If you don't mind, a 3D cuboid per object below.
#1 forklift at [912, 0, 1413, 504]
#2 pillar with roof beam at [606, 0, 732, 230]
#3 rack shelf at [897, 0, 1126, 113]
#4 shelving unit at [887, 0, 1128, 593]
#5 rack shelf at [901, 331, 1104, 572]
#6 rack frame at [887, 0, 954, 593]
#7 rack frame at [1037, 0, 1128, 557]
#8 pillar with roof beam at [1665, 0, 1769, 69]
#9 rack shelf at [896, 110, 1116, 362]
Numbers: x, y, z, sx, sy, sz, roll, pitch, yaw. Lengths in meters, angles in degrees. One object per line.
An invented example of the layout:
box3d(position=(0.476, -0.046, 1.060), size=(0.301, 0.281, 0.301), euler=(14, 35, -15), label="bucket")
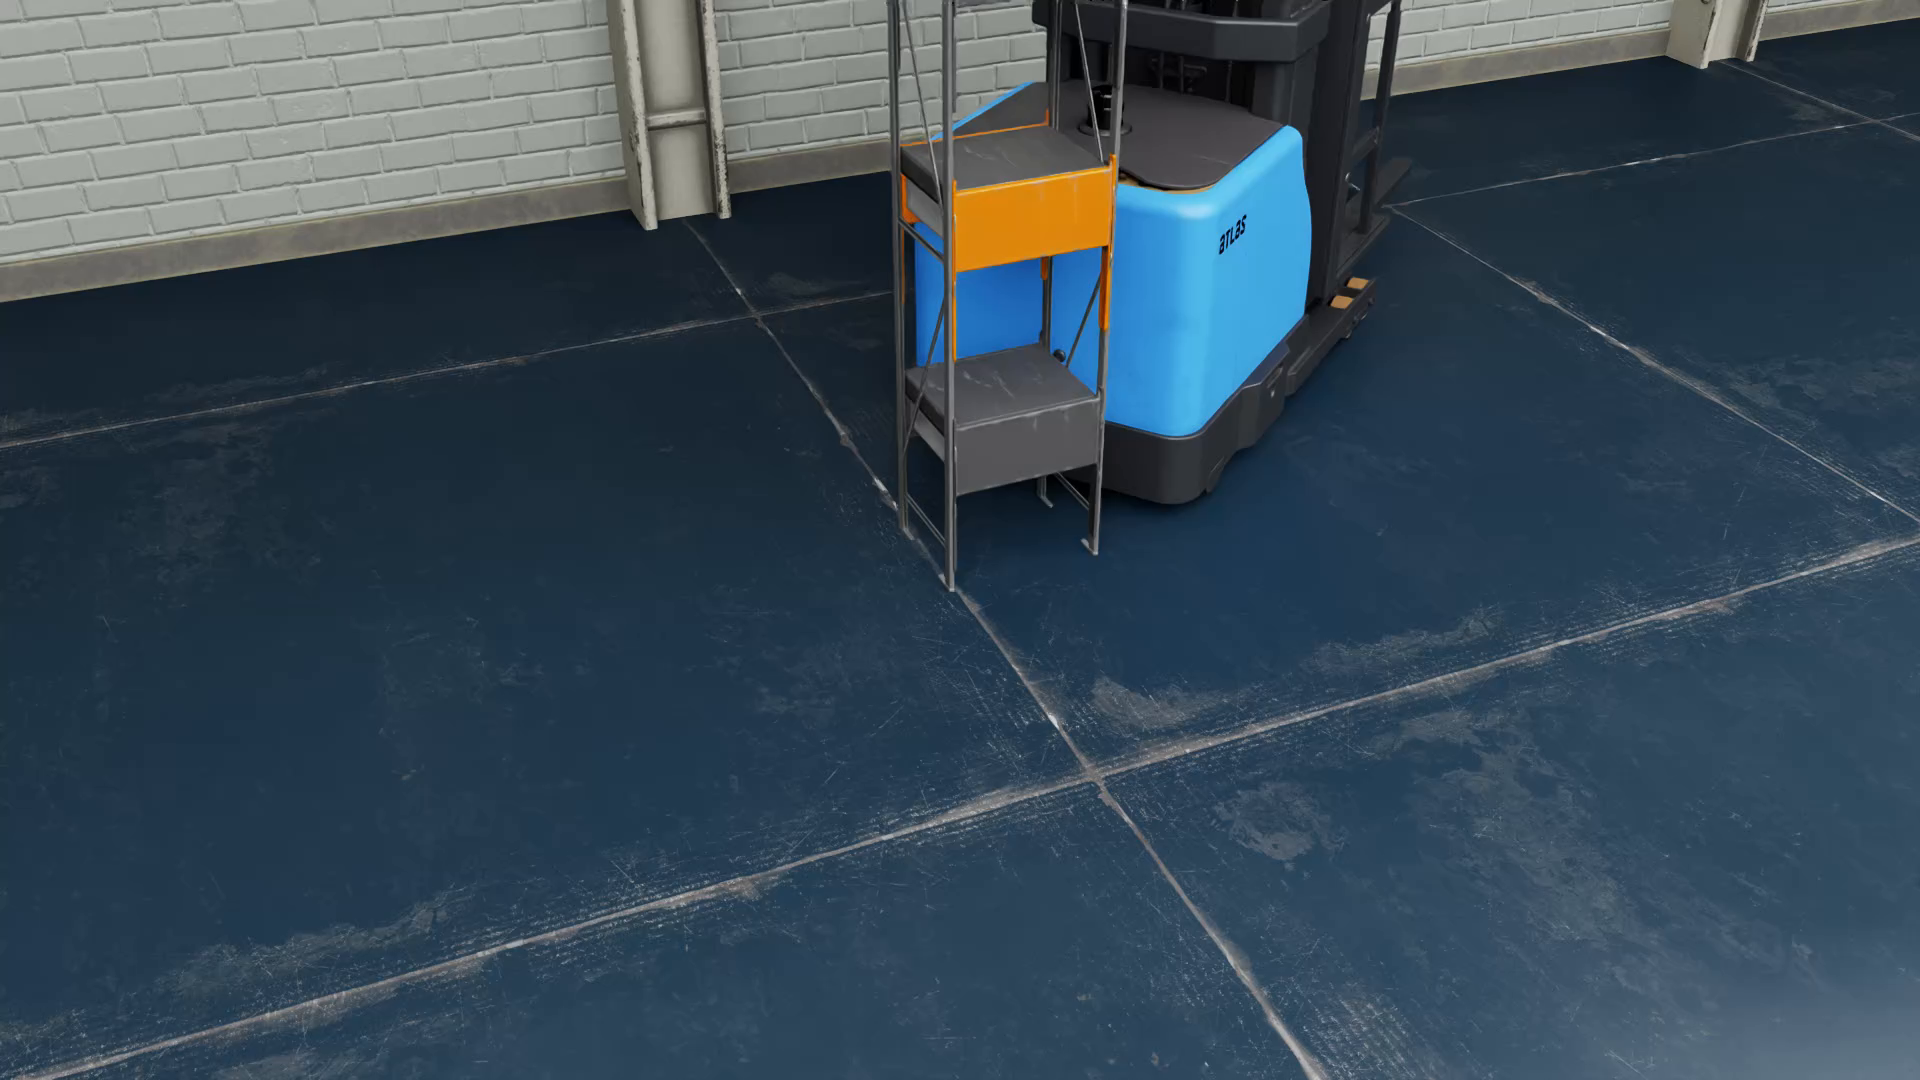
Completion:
box3d(position=(0.998, -2.119, 5.820), size=(1.130, 2.935, 3.031), euler=(17, 37, 24), label="forklift")
box3d(position=(0.398, -3.096, 1.758), size=(0.400, 9.000, 9.100), euler=(-13, 35, -19), label="pillar with roof beam")
box3d(position=(0.118, -1.450, 4.294), size=(0.480, 0.518, 0.431), euler=(-14, 35, -20), label="rack shelf")
box3d(position=(0.118, -0.874, 4.669), size=(0.503, 2.100, 0.431), euler=(-14, 35, -20), label="shelving unit")
box3d(position=(0.118, -0.276, 5.058), size=(0.480, 0.518, 0.431), euler=(-14, 35, -20), label="rack shelf")
box3d(position=(-0.105, -0.820, 4.585), size=(0.015, 2.100, 0.400), euler=(-14, 35, -20), label="rack frame")
box3d(position=(0.341, -0.929, 4.752), size=(0.015, 2.100, 0.400), euler=(-14, 35, -20), label="rack frame")
box3d(position=(5.930, -4.363, 3.705), size=(0.400, 9.000, 9.100), euler=(-13, 35, -19), label="pillar with roof beam")
box3d(position=(0.118, -0.863, 4.676), size=(0.480, 0.518, 0.431), euler=(-14, 35, -20), label="rack shelf")
